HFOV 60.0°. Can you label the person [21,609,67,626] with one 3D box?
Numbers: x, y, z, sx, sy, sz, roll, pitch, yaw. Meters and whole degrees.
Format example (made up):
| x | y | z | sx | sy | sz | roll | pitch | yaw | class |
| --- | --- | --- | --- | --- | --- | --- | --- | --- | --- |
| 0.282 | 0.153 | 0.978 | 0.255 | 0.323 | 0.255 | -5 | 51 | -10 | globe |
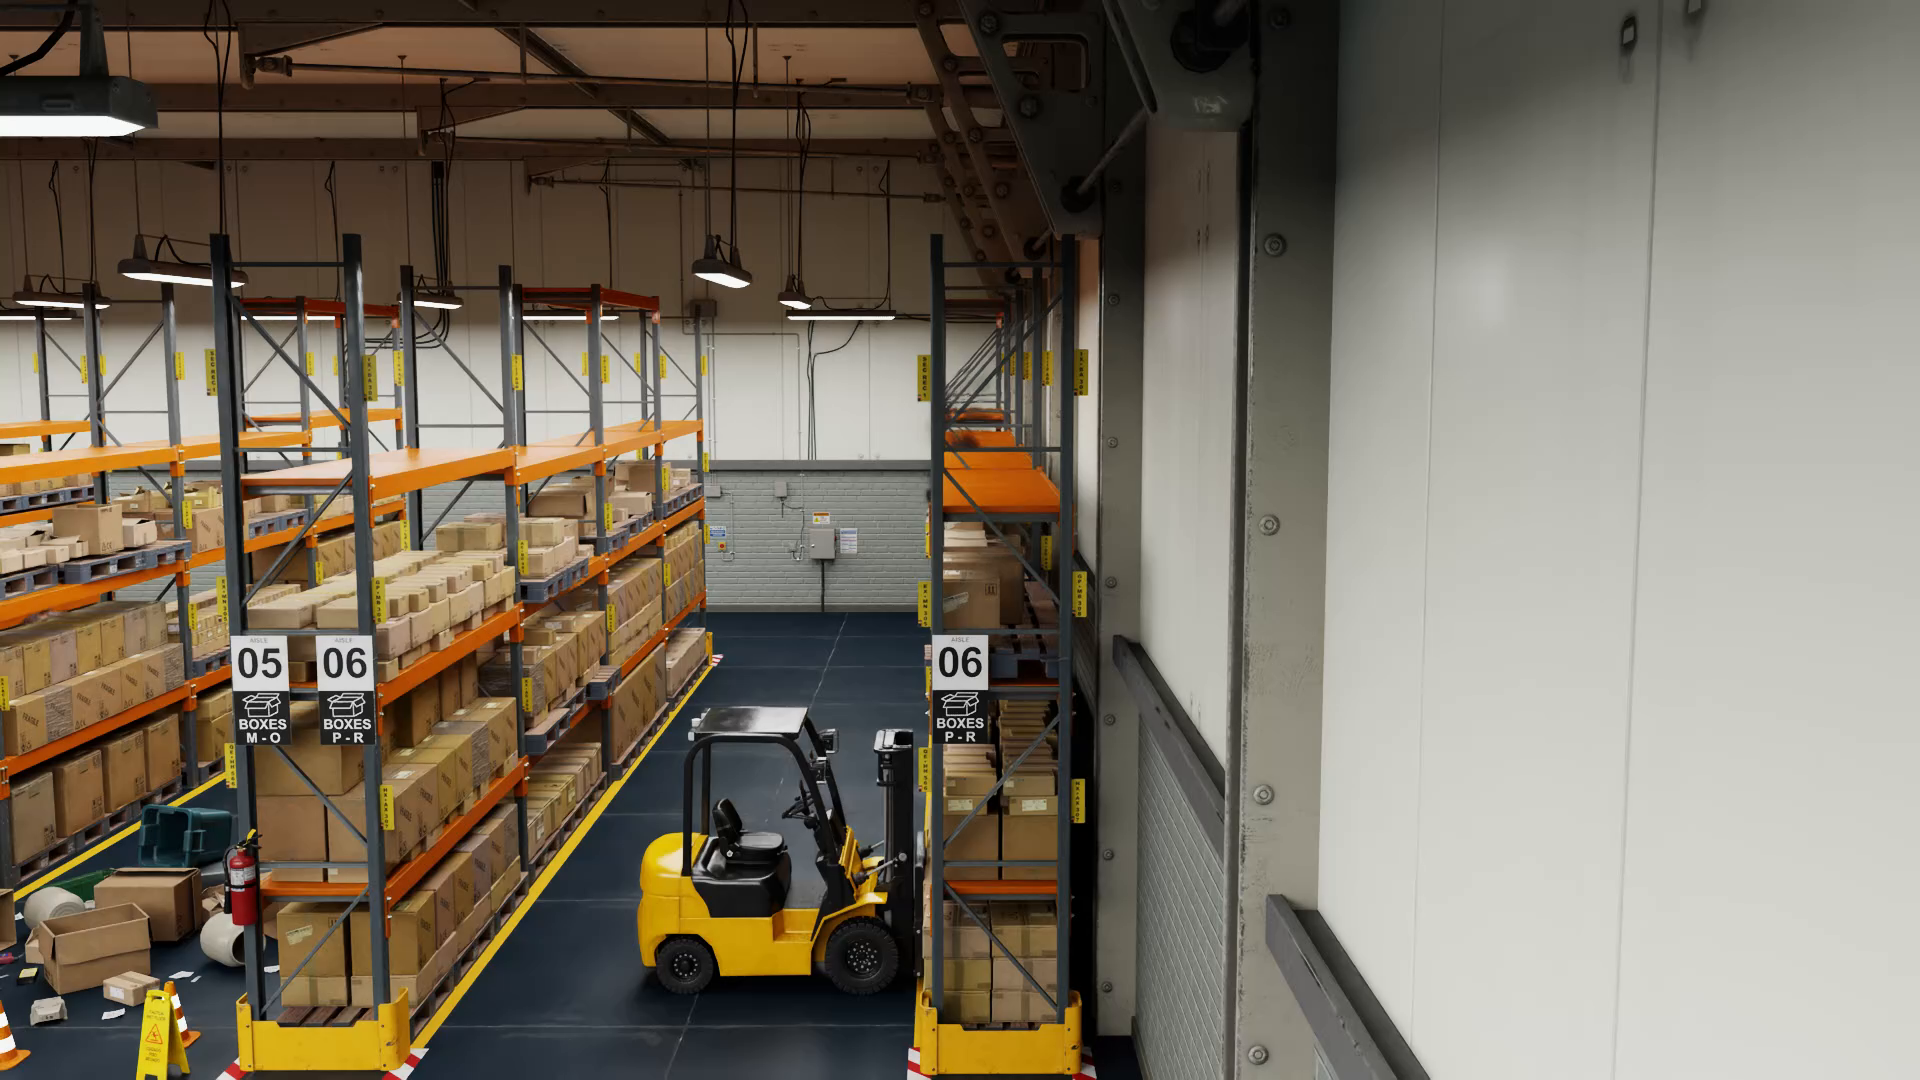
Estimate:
| x | y | z | sx | sy | sz | roll | pitch | yaw | class |
| --- | --- | --- | --- | --- | --- | --- | --- | --- | --- |
| -12.907 | 1.682 | 23.520 | 0.692 | 1.841 | 0.842 | 0 | 6 | -4 | person |
